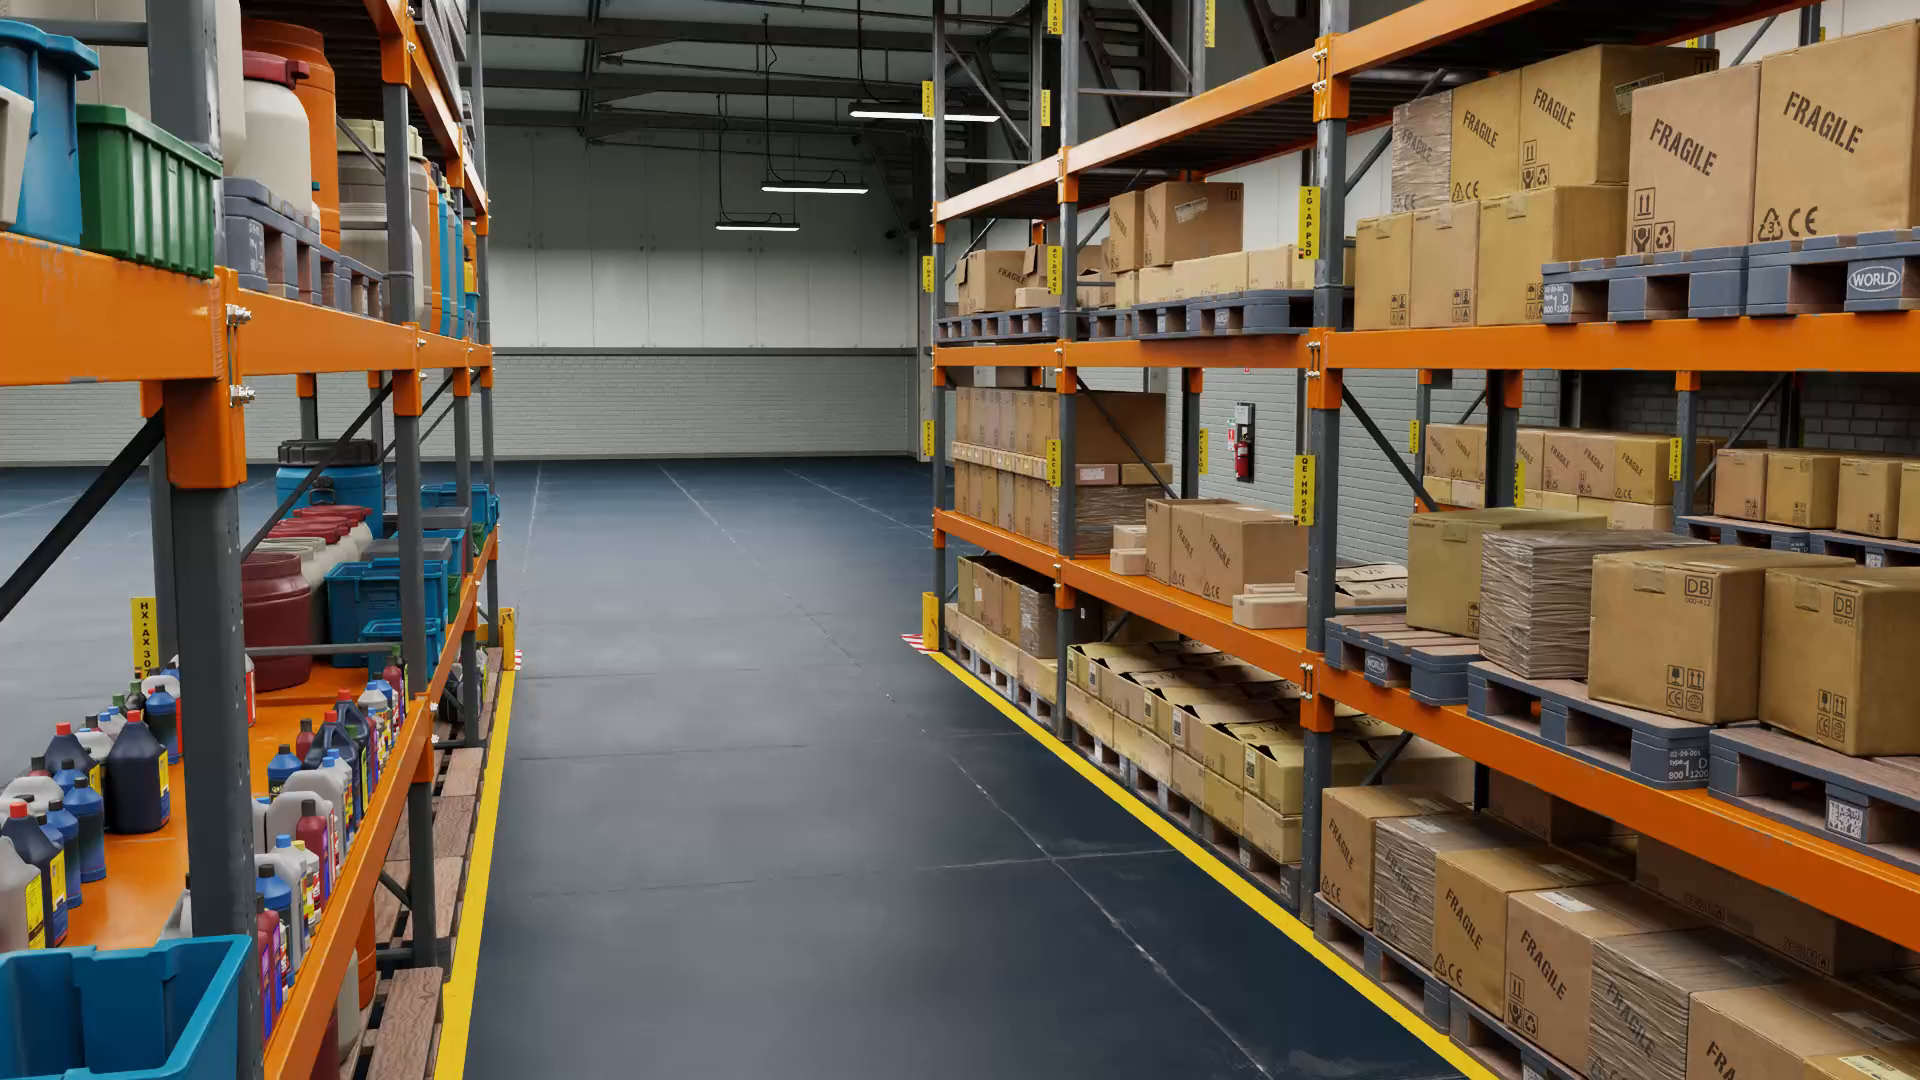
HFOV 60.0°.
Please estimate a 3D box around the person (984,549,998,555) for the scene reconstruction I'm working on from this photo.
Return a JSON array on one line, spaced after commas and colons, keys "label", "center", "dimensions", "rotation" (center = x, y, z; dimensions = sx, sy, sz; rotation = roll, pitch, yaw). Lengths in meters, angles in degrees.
[{"label": "person", "center": [0.393, -0.112, 17.923], "dimensions": [0.455, 1.761, 0.637], "rotation": [-2, 6, -16]}]
